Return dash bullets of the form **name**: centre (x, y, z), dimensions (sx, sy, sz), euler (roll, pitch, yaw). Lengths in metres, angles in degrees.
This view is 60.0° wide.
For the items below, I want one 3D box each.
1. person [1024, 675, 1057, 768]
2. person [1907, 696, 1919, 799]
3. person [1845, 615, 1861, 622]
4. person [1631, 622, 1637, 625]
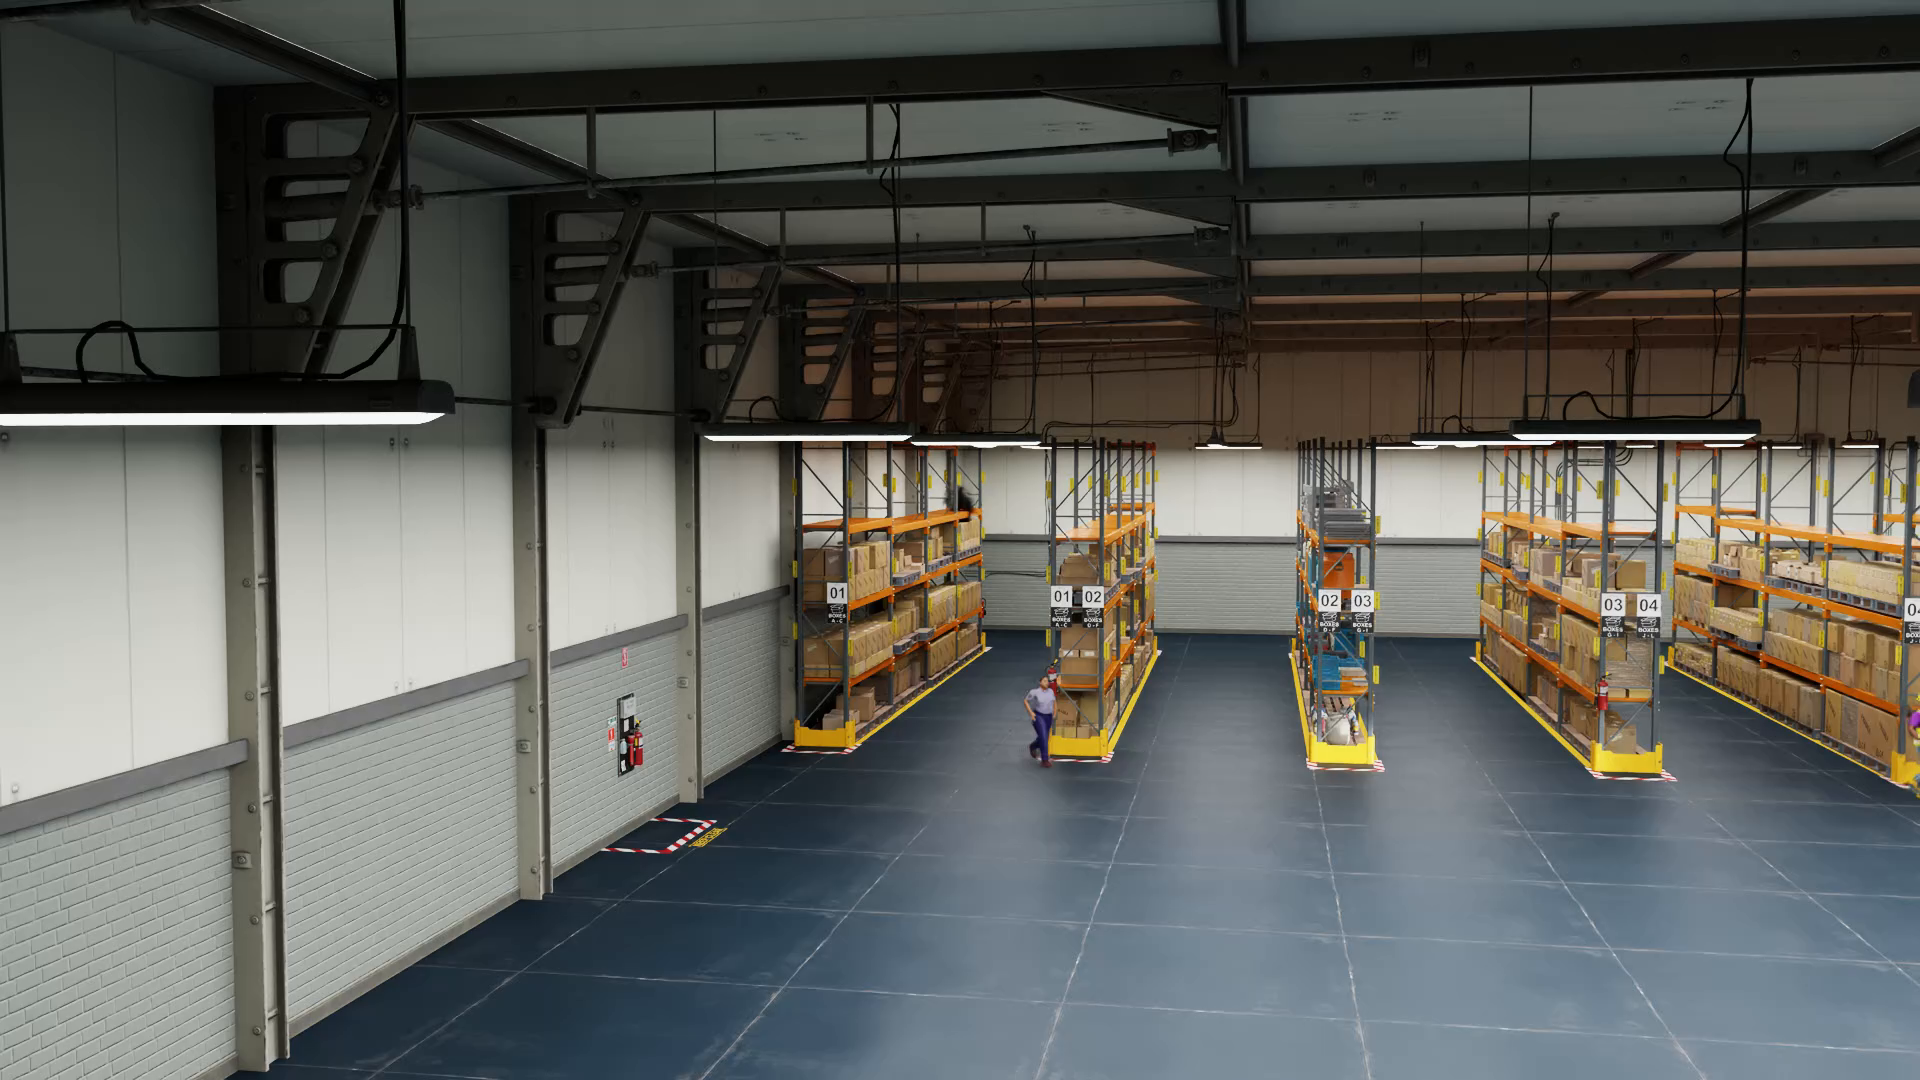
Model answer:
- **person**: centre (1.498, 3.300, 30.527), dimensions (0.631, 1.650, 0.869), euler (-2, 4, -33)
- **person**: centre (16.006, 3.414, 27.483), dimensions (0.766, 1.734, 0.516), euler (-2, 3, -27)
- **person**: centre (24.346, 2.446, 45.128), dimensions (0.852, 1.810, 0.651), euler (1, 3, 21)
- **person**: centre (17.701, 2.592, 44.092), dimensions (0.545, 1.620, 0.766), euler (1, 3, 17)
